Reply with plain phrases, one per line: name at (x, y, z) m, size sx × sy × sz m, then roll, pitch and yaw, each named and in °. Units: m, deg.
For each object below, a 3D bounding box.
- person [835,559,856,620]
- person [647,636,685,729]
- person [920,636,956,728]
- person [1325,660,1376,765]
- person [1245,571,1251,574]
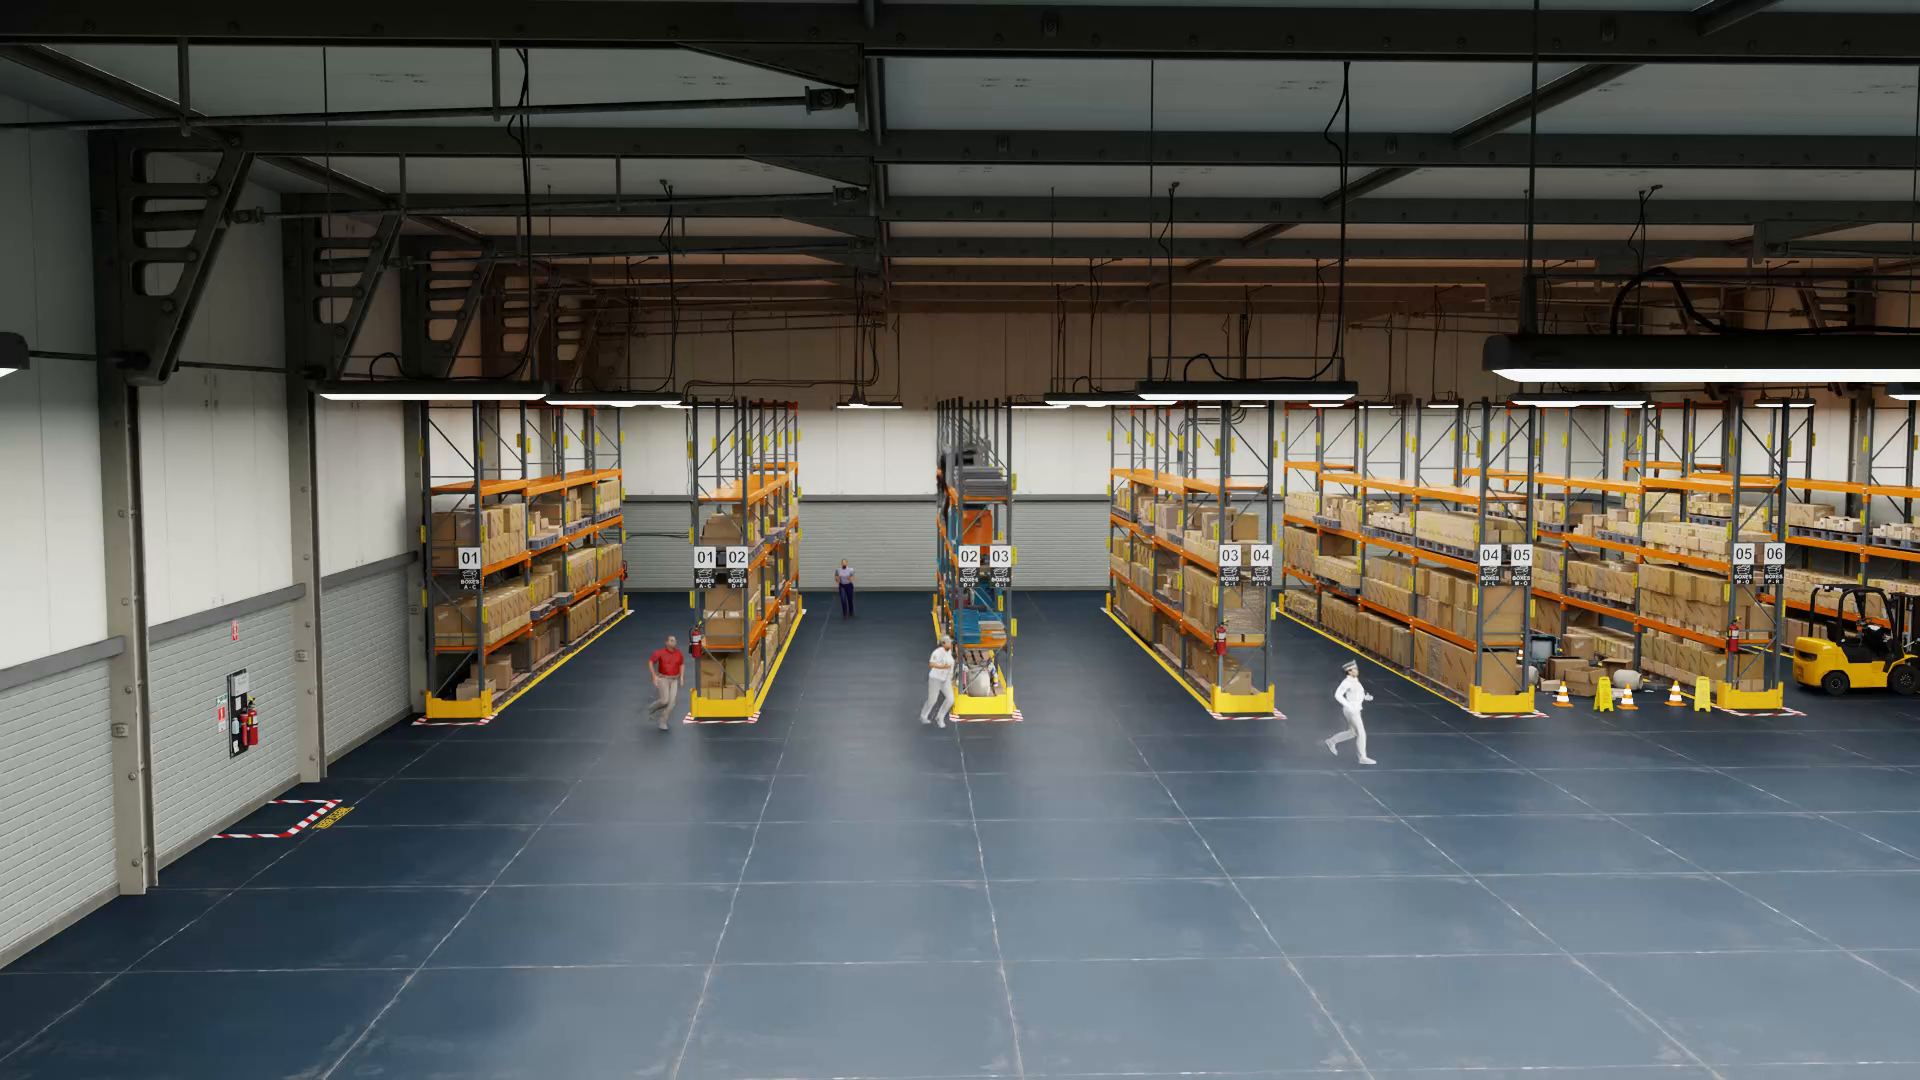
person at (-3.166, 1.358, 46.001) m, size 0.608 × 1.691 × 0.809 m, roll 0°, pitch 4°, yaw -3°
person at (-5.286, 2.566, 30.205) m, size 0.698 × 1.652 × 0.571 m, roll -3°, pitch 6°, yaw -37°
person at (-0.326, 2.587, 30.312) m, size 0.630 × 1.673 × 0.679 m, roll -3°, pitch 6°, yaw -38°
person at (6.379, 2.787, 27.070) m, size 0.835 × 1.669 × 0.624 m, roll 2°, pitch 5°, yaw 29°
person at (7.933, 1.221, 47.378) m, size 0.759 × 1.690 × 0.526 m, roll 3°, pitch 5°, yaw 34°
